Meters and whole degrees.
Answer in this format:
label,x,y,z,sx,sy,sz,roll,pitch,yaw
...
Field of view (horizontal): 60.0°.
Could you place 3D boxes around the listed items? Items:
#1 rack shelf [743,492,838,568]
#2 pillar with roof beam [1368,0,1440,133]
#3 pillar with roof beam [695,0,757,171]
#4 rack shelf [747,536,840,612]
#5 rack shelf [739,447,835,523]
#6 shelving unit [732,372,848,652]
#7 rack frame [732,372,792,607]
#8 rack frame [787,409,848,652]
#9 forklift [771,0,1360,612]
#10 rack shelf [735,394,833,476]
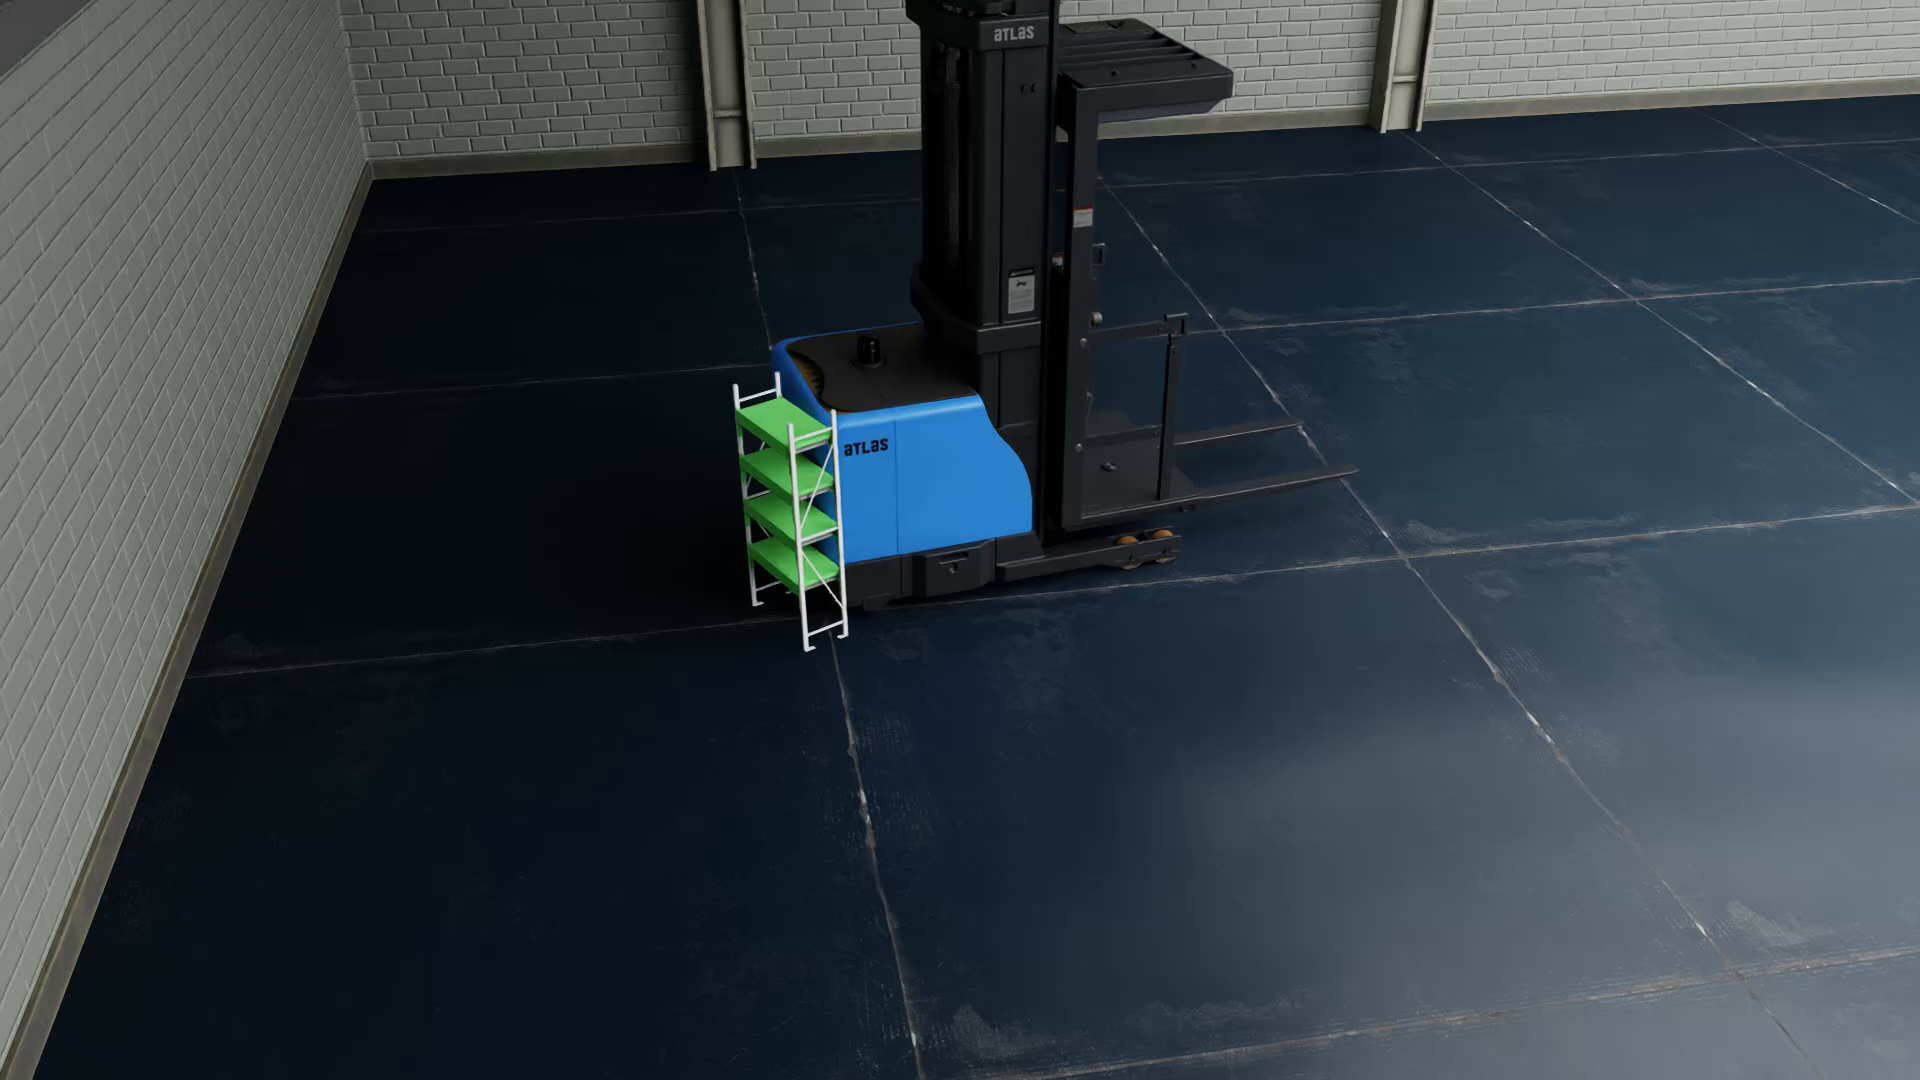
label,x,y,z,sx,sy,sz,roll,pitch,yaw
rack shelf,-0.787,-0.071,7.809,0.258,0.148,0.480,-21,36,-30
pillar with roof beam,4.729,-5.495,9.218,0.400,9.000,9.100,-5,31,-9
pillar with roof beam,-1.173,-4.948,8.286,0.400,9.000,9.100,-5,31,-9
rack shelf,-0.784,0.135,7.932,0.258,0.148,0.480,-21,36,-30
rack shelf,-0.790,-0.277,7.685,0.258,0.148,0.480,-21,36,-30
shelving unit,-0.788,-0.125,7.776,0.258,1.200,0.503,-21,36,-30
rack frame,-0.930,-0.226,7.947,0.240,1.200,0.015,-21,36,-30
rack frame,-0.645,-0.025,7.605,0.240,1.200,0.015,-21,36,-30
forklift,0.615,-1.356,8.165,3.031,2.935,1.130,-10,32,-16
rack shelf,-0.792,-0.482,7.562,0.258,0.148,0.480,-21,36,-30
